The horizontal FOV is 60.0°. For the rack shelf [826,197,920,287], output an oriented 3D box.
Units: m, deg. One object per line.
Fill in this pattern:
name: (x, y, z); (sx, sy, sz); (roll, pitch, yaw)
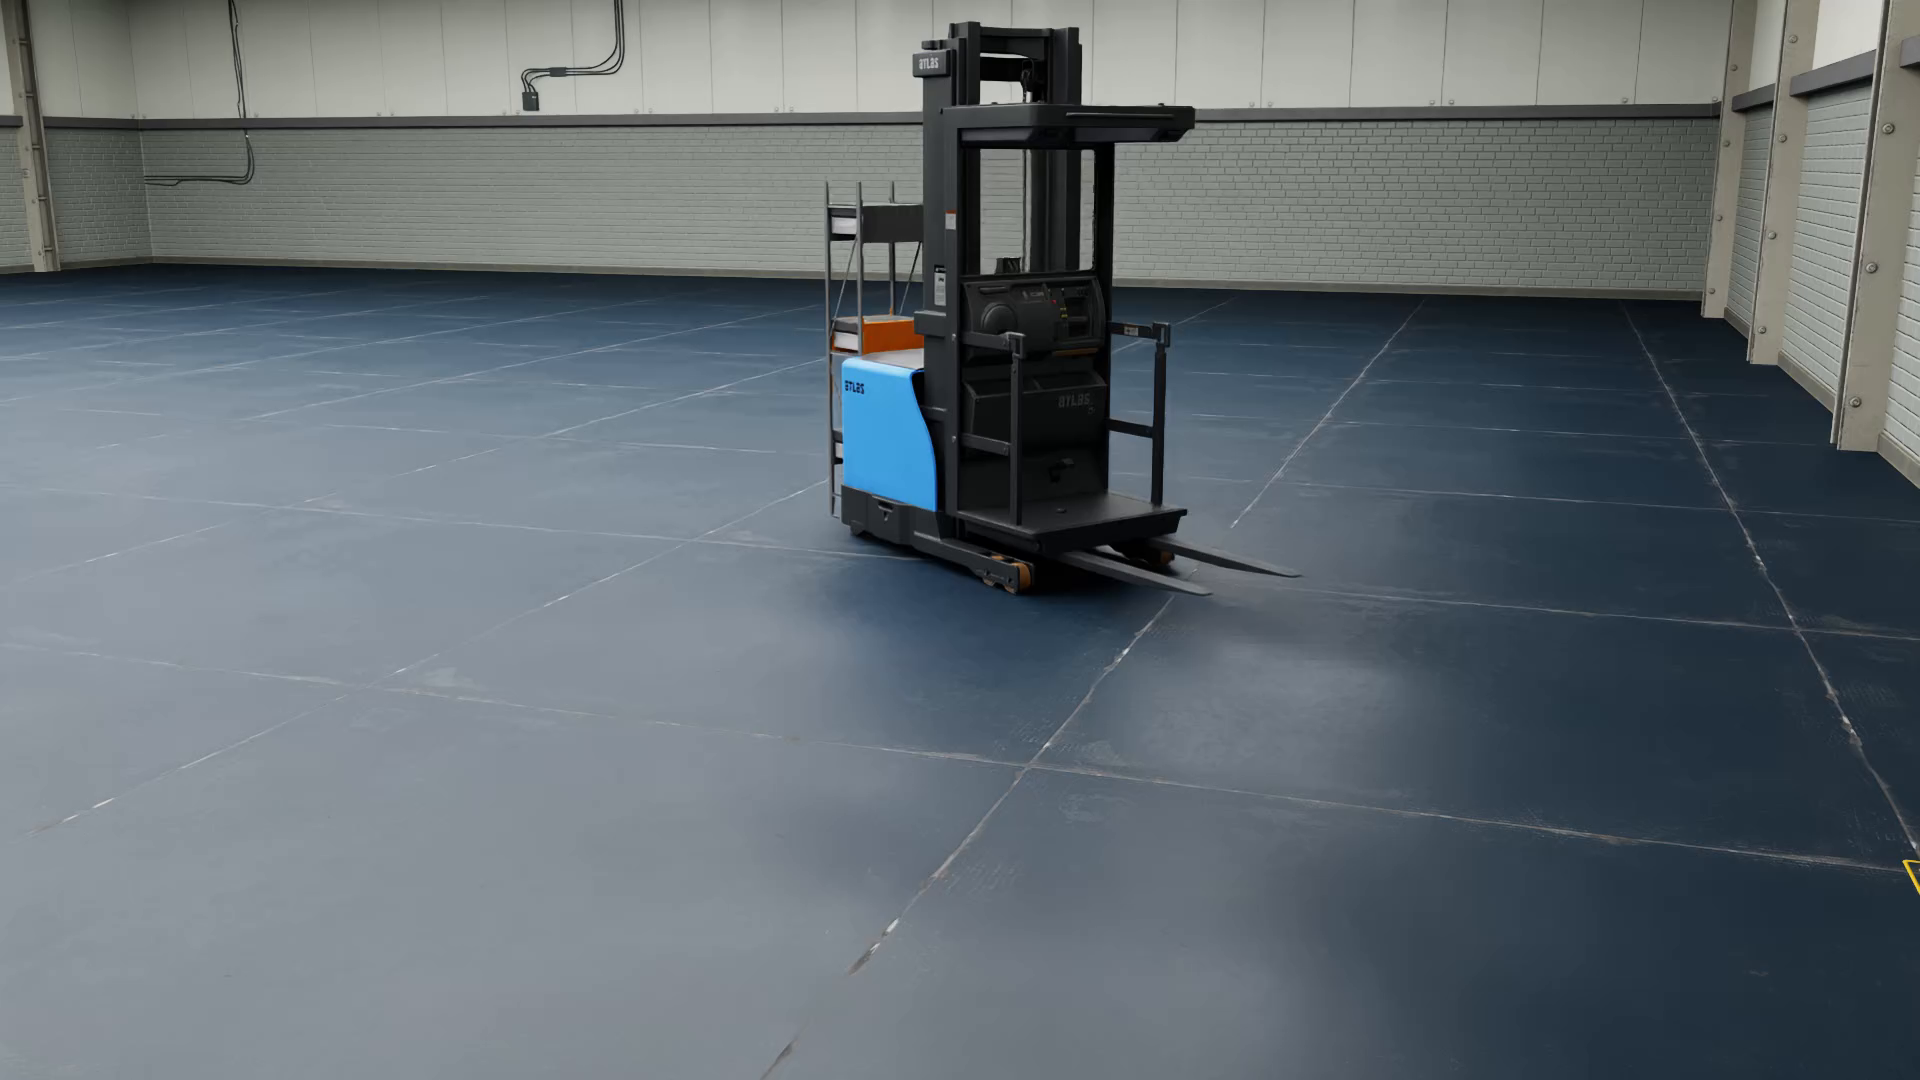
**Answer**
rack shelf: (-0.535, -1.851, 10.296); (0.480, 0.518, 0.431); (-9, 16, -35)

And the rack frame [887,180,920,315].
rack frame: (-0.339, -1.214, 10.590); (0.015, 2.100, 0.400); (-9, 16, -35)

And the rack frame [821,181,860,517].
rack frame: (-0.731, -1.150, 10.308); (0.015, 2.100, 0.400); (-9, 16, -35)

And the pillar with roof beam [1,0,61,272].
pillar with roof beam: (-14.720, -9.613, 31.883); (9.100, 9.000, 0.400); (4, 14, 18)

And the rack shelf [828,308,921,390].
rack shelf: (-0.535, -1.169, 10.452); (0.480, 0.518, 0.431); (-9, 16, -35)

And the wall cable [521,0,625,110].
wall cable: (-7.612, -11.419, 32.154); (2.305, 6.003, 0.169); (4, 14, 18)

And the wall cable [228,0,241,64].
wall cable: (-14.029, -11.202, 34.472); (3.097, 2.526, 0.112); (4, 14, 18)

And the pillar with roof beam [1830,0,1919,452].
pillar with roof beam: (3.056, -5.439, 13.593); (9.100, 9.000, 0.400); (4, 14, 18)

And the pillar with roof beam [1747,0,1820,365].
pillar with roof beam: (4.997, -6.702, 19.128); (9.100, 9.000, 0.400); (4, 14, 18)

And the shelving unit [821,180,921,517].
shelving unit: (-0.535, -1.182, 10.449); (0.503, 2.100, 0.431); (-9, 16, -35)

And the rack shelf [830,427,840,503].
rack shelf: (-0.535, -0.486, 10.608); (0.480, 0.518, 0.431); (-9, 16, -35)

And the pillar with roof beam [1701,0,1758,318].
pillar with roof beam: (6.938, -7.965, 24.663); (9.100, 9.000, 0.400); (4, 14, 18)

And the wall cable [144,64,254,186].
wall cable: (-16.589, -8.934, 35.887); (3.097, 2.526, 0.112); (4, 14, 18)

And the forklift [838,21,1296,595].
forklift: (0.522, -1.276, 8.990); (1.130, 2.935, 3.031); (-9, 16, -35)
